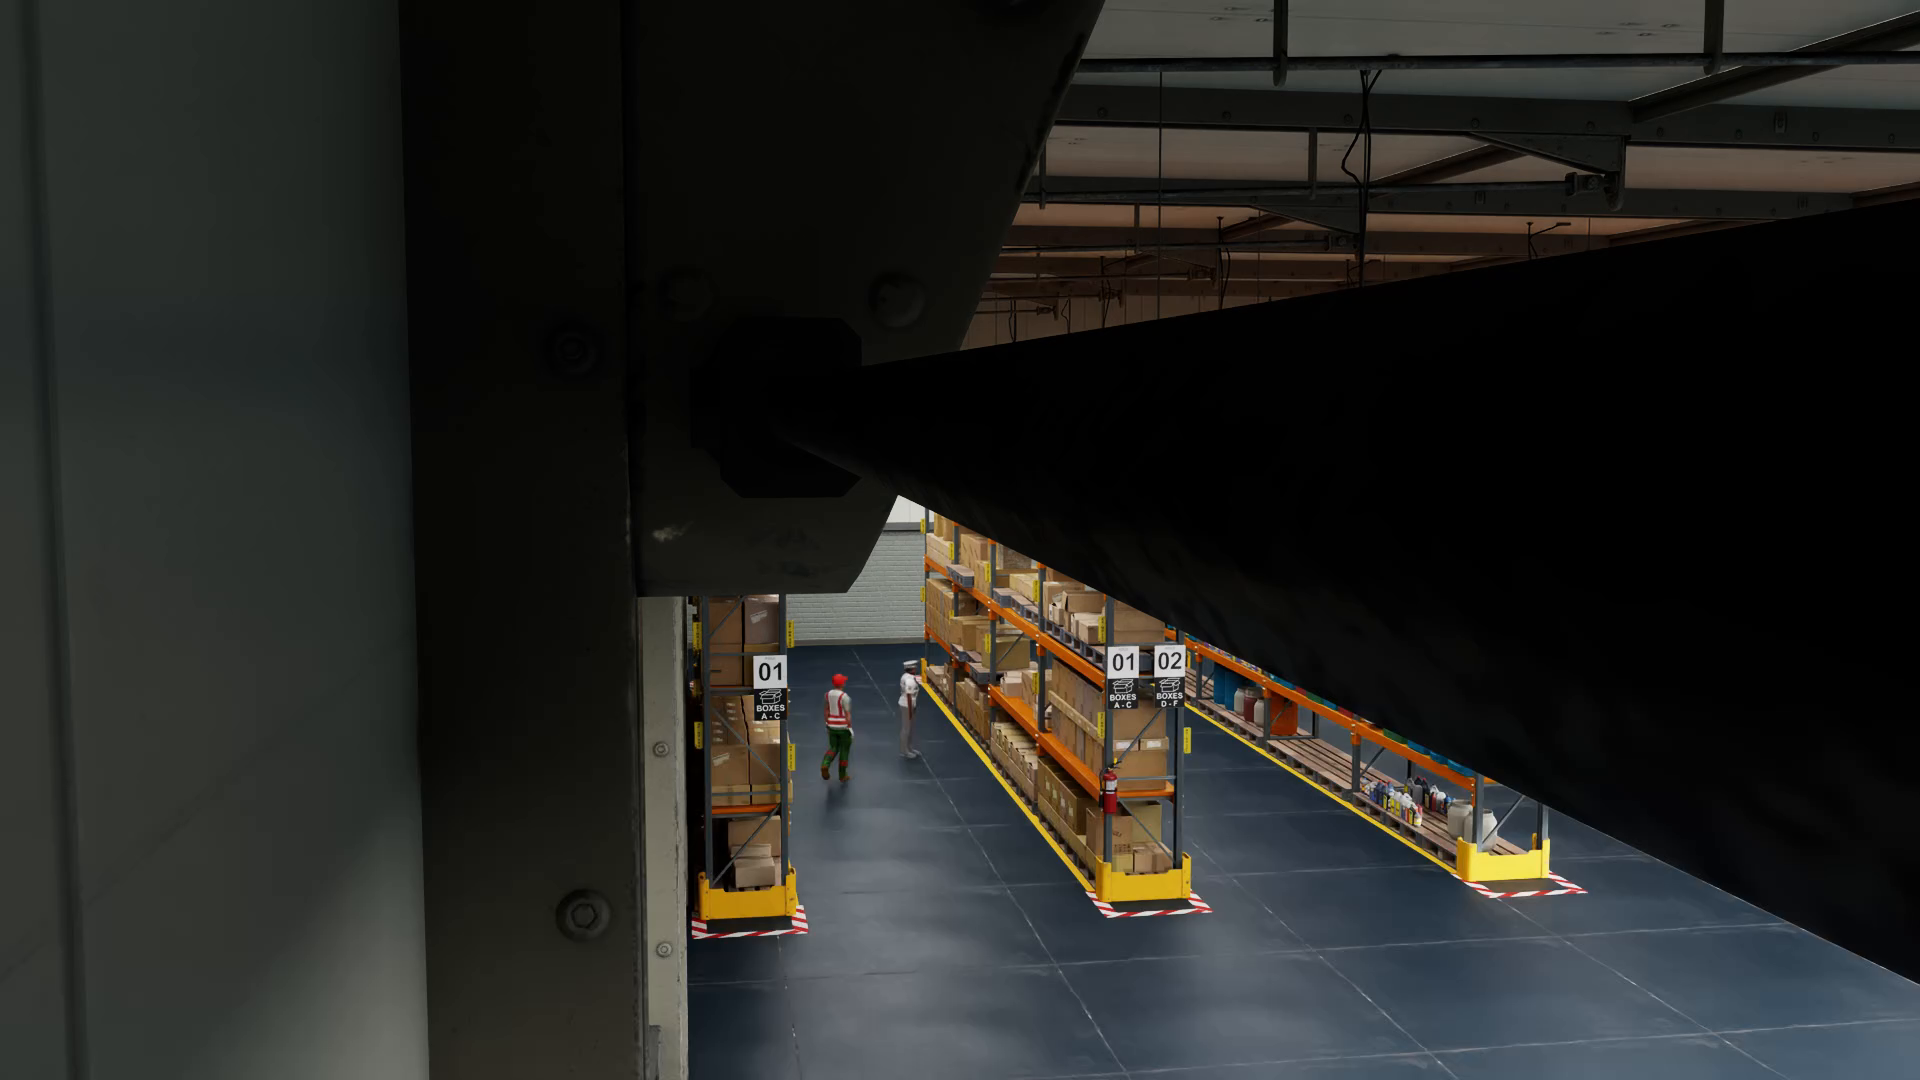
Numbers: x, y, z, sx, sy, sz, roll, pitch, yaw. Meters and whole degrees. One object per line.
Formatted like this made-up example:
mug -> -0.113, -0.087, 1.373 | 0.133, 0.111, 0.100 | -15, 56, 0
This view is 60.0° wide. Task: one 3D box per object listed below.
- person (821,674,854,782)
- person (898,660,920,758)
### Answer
person -> -1.995, 3.054, 27.025 | 0.555, 1.779, 0.668 | 3, 6, 32
person -> -0.888, 2.940, 29.047 | 0.377, 1.685, 0.461 | -1, 5, -6
